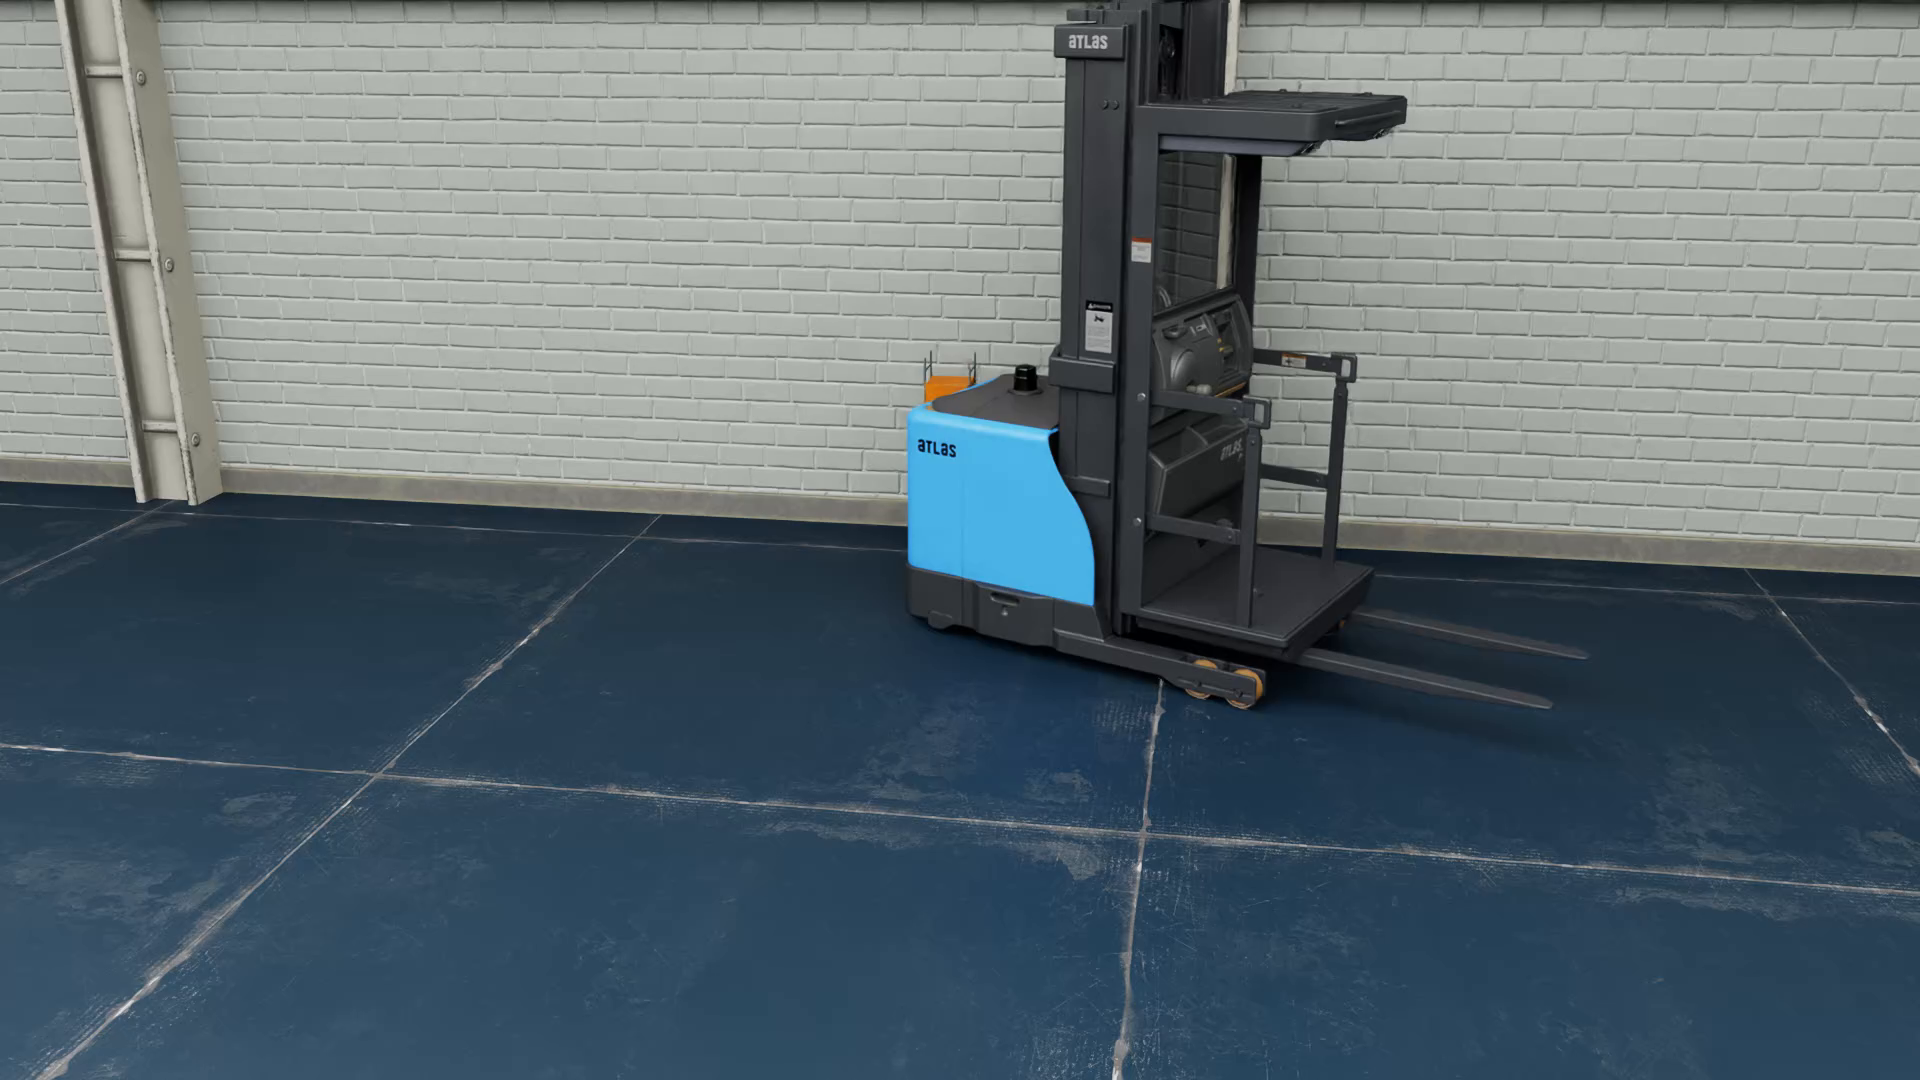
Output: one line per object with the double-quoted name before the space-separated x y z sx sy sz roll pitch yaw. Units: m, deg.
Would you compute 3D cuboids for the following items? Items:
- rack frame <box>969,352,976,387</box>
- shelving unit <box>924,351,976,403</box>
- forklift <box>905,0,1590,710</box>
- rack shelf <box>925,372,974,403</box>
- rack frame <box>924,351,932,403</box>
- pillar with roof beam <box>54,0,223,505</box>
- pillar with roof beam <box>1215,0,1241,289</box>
"rack frame" 0.068 -0.494 9.126 0.008 1.050 0.200 3 19 9
"shelving unit" -0.053 -0.501 9.145 0.252 1.050 0.215 3 19 9
"forklift" 1.251 -0.858 7.249 3.031 2.935 1.130 12 22 31
"rack shelf" -0.053 -0.760 9.058 0.240 0.259 0.215 3 19 9
"rack frame" -0.173 -0.507 9.163 0.008 1.050 0.200 3 19 9
"pillar with roof beam" -5.410 -3.185 4.639 0.400 9.000 9.100 3 19 9
"pillar with roof beam" 0.514 -2.883 3.737 0.400 9.000 9.100 3 19 9
